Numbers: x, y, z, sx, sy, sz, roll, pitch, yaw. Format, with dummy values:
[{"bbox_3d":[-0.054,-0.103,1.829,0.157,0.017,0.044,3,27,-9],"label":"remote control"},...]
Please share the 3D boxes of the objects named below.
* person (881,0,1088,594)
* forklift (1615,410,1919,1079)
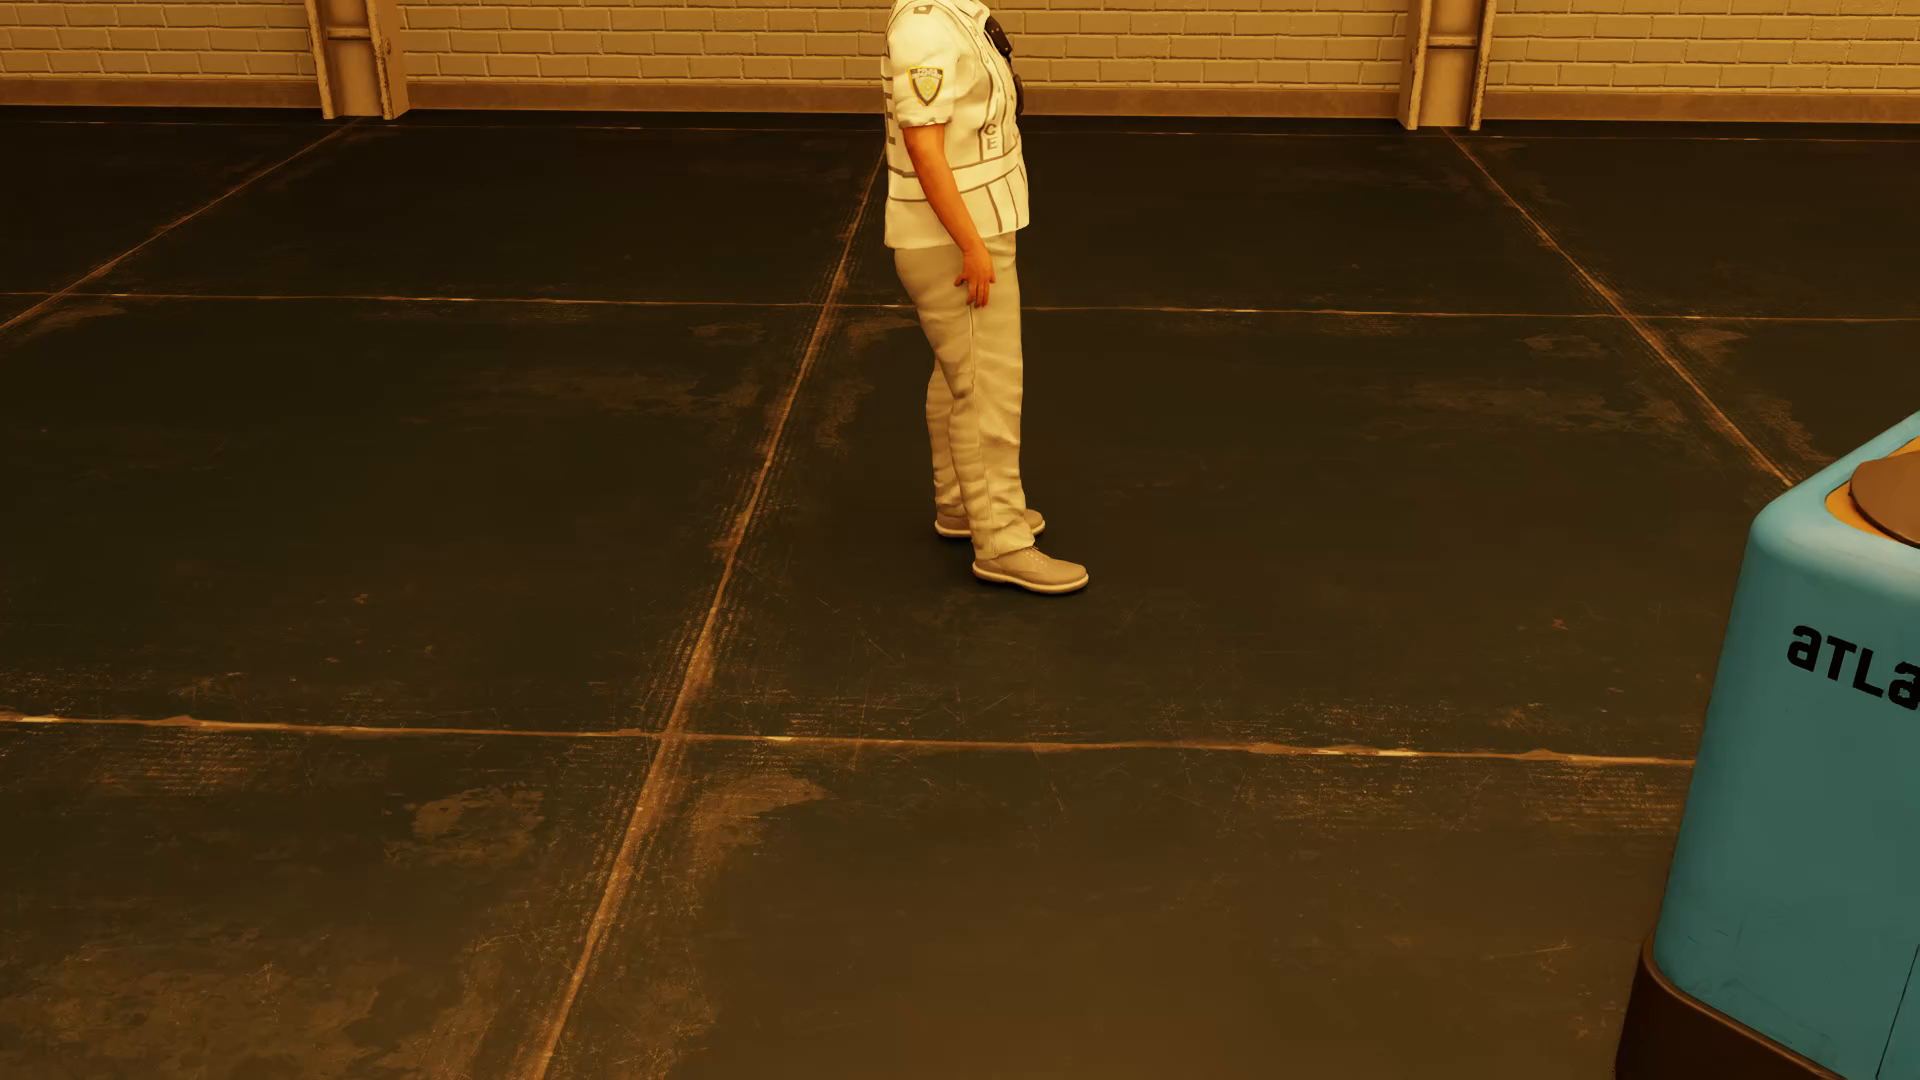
[{"bbox_3d":[0.075,-0.743,4.126,0.529,1.670,0.599,1,26,2],"label":"person"},{"bbox_3d":[2.391,-0.048,1.306,1.130,2.935,3.031,-22,33,-37],"label":"forklift"}]
